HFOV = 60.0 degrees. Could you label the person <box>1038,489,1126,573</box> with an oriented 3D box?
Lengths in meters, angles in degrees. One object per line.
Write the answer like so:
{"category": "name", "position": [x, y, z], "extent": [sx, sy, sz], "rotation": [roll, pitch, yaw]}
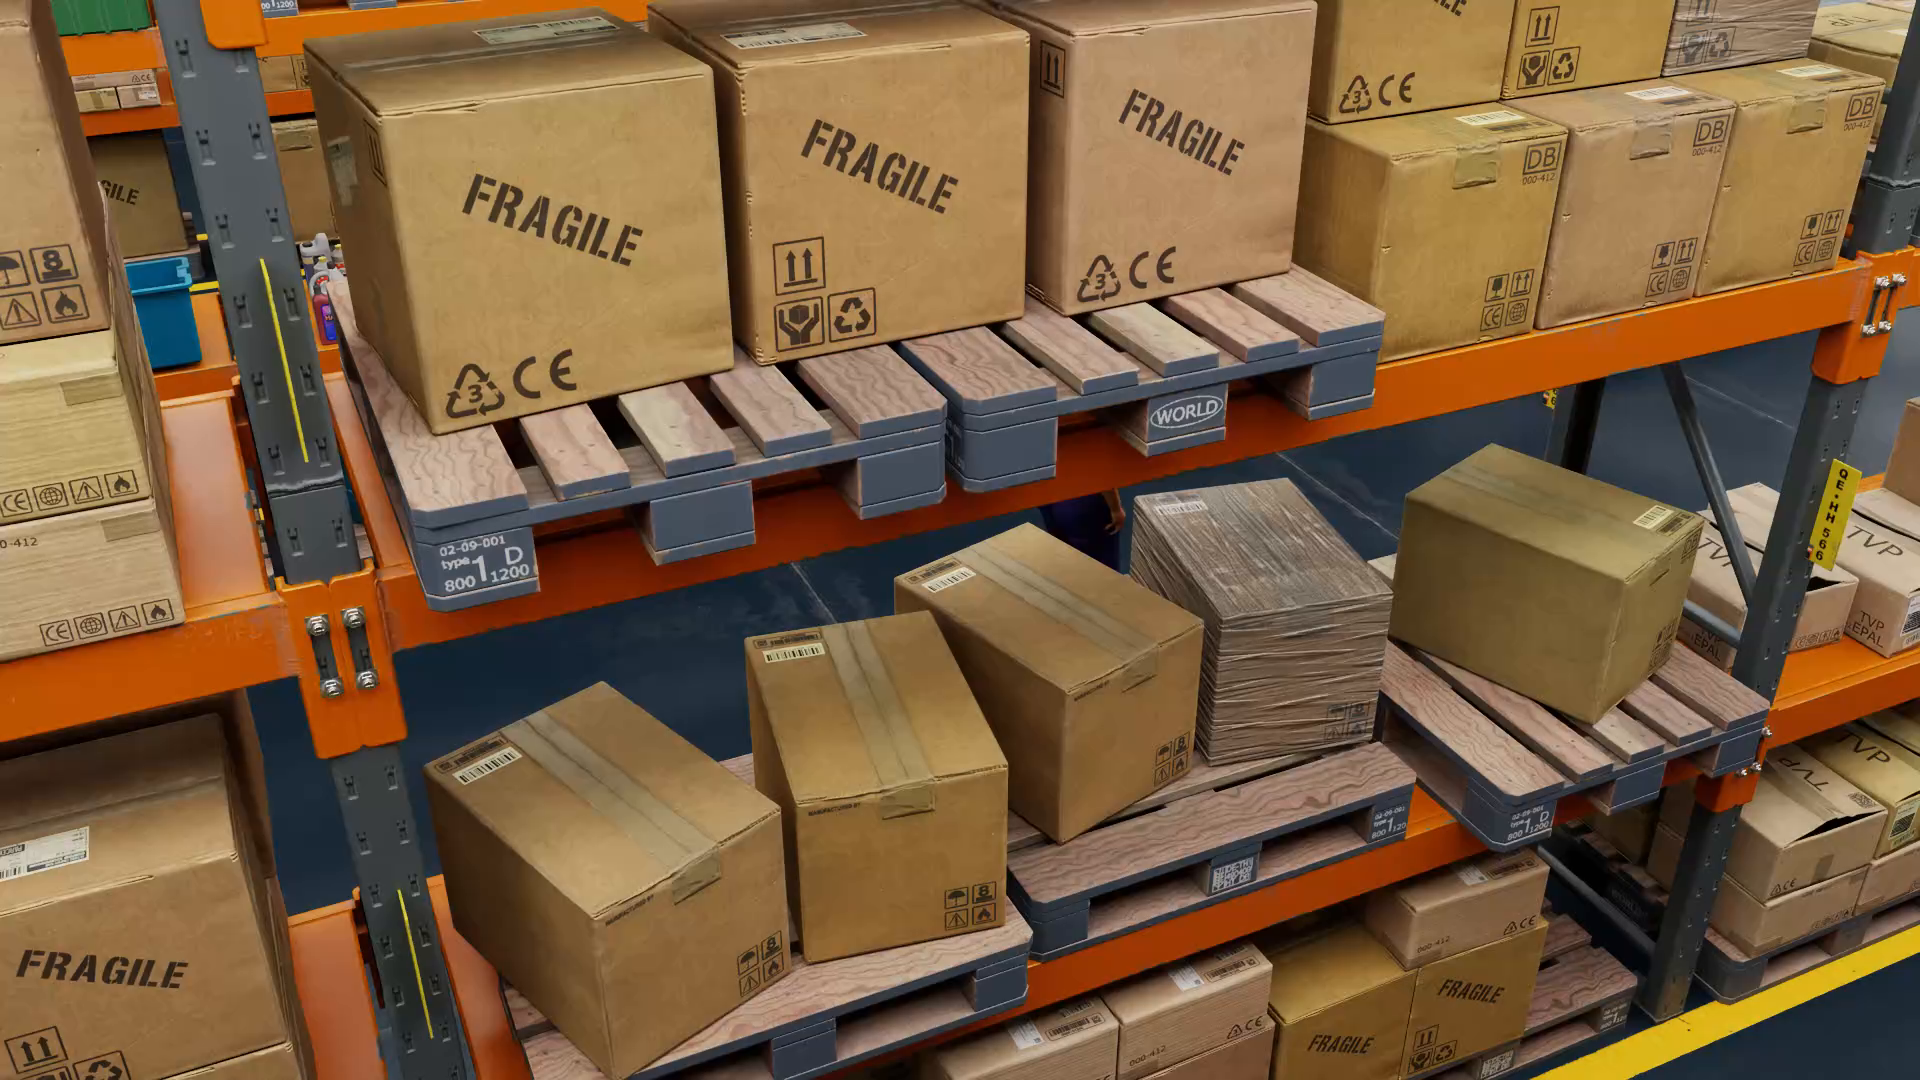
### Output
{"category": "person", "position": [0.551, -0.206, 7.498], "extent": [0.368, 1.653, 0.563], "rotation": [-15, 33, -24]}
